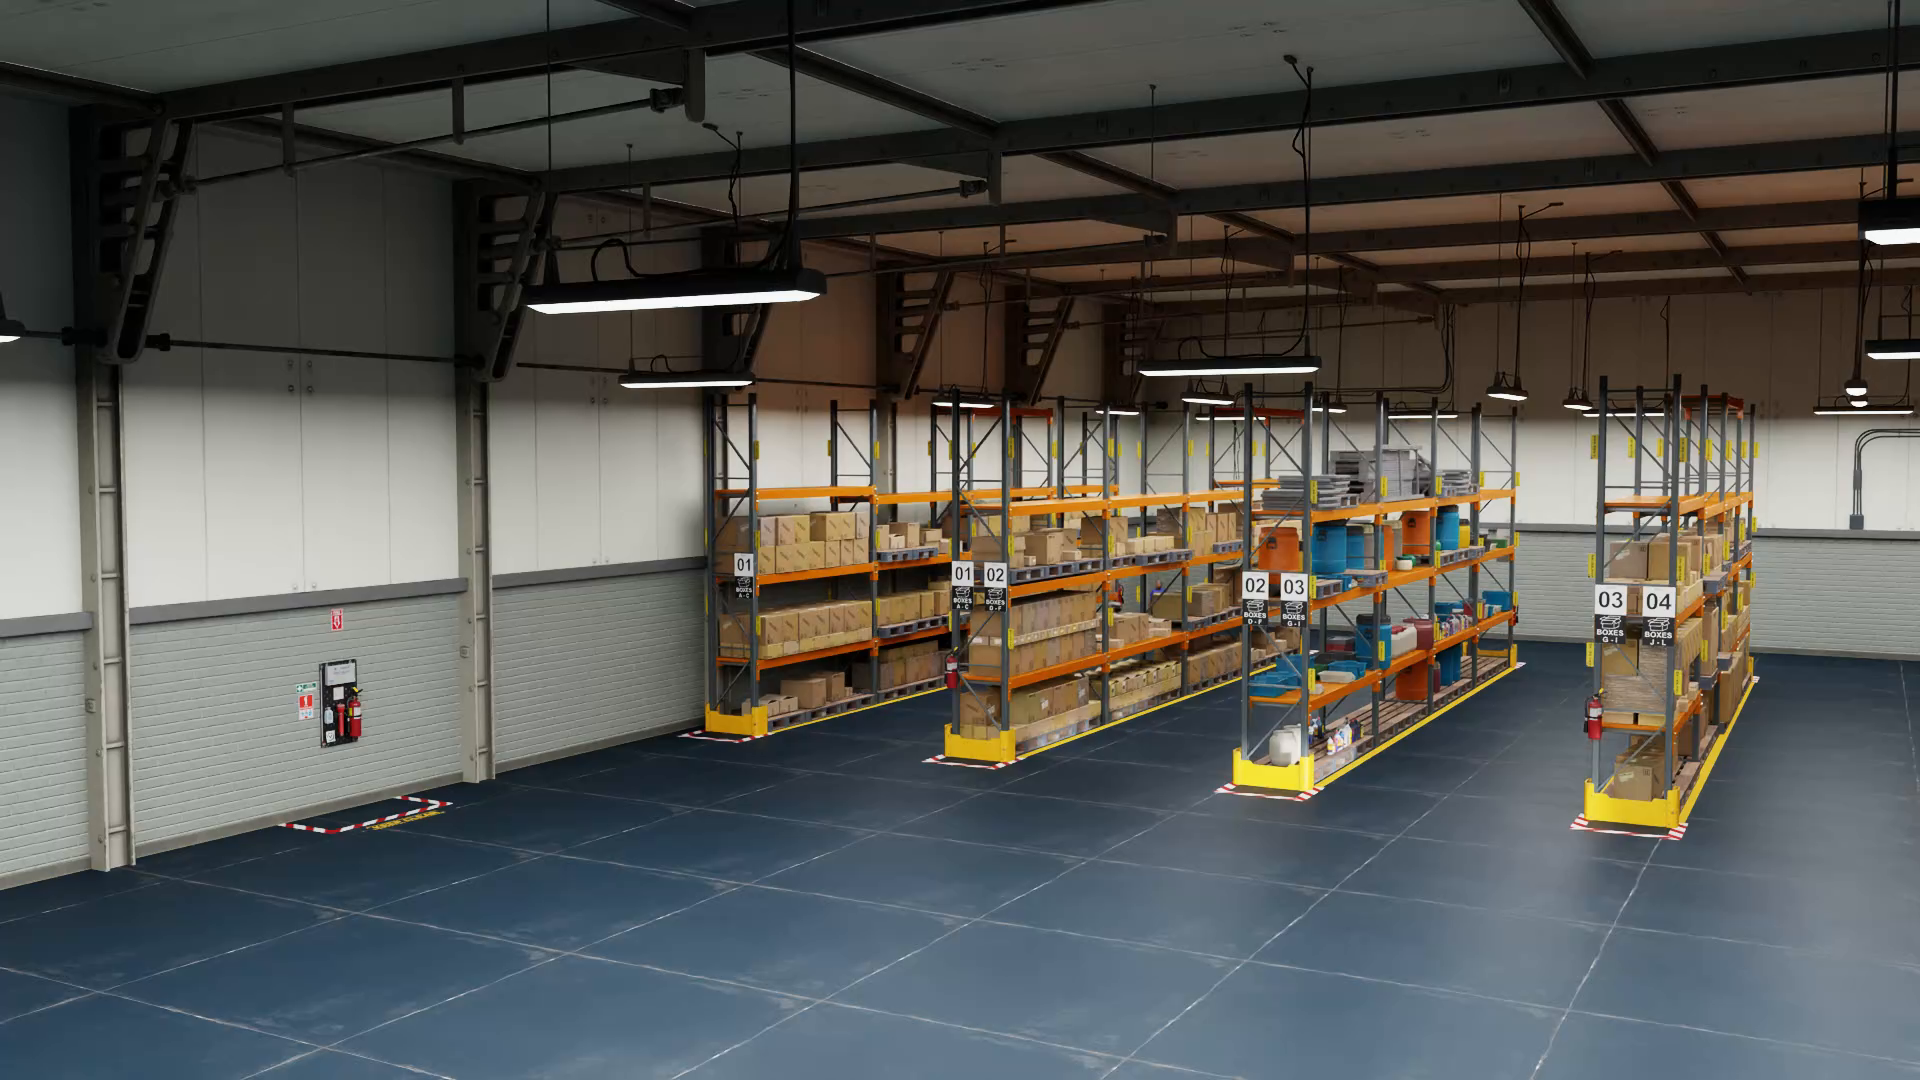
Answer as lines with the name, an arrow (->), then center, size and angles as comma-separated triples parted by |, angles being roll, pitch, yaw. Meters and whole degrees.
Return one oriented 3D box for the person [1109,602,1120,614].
person -> 3.348, 1.867, 36.445 | 0.318, 1.009, 0.527 | 2, 4, 36
